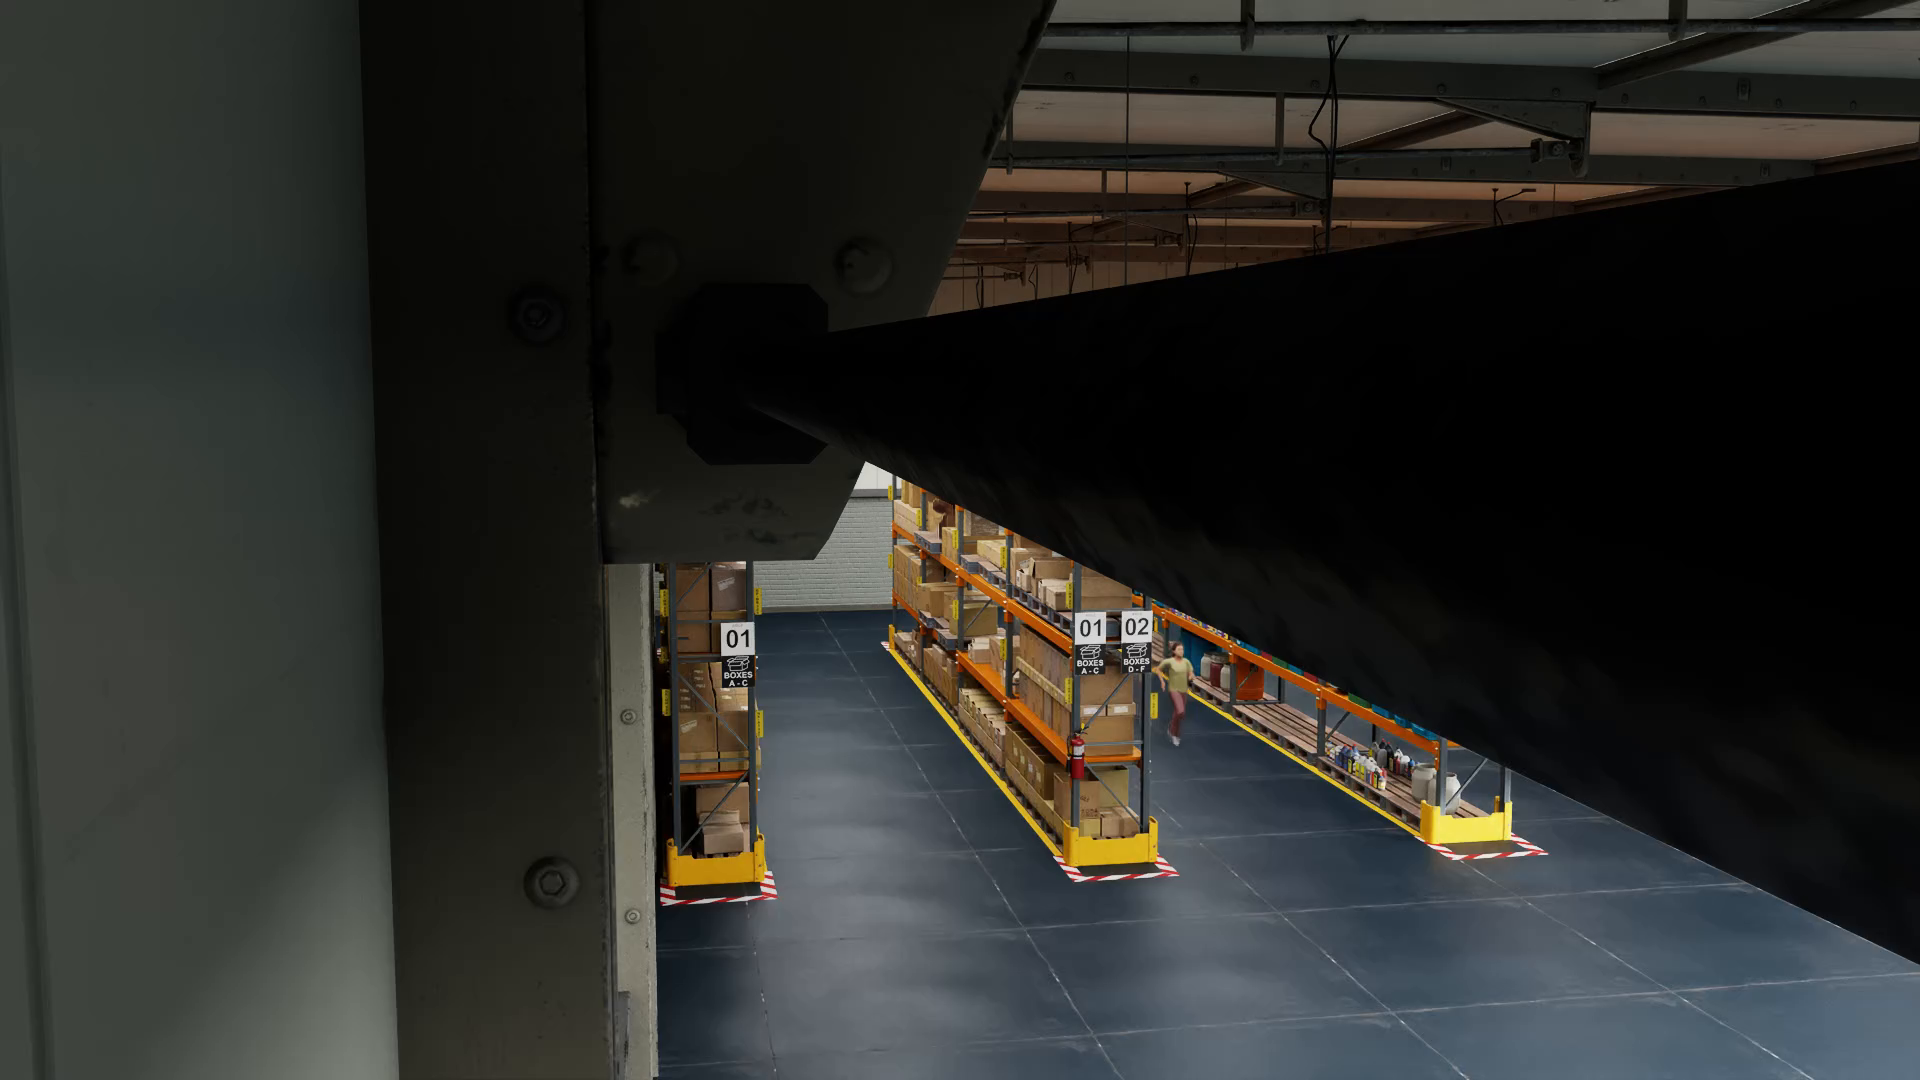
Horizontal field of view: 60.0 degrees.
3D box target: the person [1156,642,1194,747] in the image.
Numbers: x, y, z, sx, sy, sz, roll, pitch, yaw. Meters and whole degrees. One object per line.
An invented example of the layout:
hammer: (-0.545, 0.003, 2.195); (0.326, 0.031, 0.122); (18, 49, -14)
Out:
person: (3.593, 2.535, 27.483); (0.544, 1.708, 0.708); (-3, 7, -24)
